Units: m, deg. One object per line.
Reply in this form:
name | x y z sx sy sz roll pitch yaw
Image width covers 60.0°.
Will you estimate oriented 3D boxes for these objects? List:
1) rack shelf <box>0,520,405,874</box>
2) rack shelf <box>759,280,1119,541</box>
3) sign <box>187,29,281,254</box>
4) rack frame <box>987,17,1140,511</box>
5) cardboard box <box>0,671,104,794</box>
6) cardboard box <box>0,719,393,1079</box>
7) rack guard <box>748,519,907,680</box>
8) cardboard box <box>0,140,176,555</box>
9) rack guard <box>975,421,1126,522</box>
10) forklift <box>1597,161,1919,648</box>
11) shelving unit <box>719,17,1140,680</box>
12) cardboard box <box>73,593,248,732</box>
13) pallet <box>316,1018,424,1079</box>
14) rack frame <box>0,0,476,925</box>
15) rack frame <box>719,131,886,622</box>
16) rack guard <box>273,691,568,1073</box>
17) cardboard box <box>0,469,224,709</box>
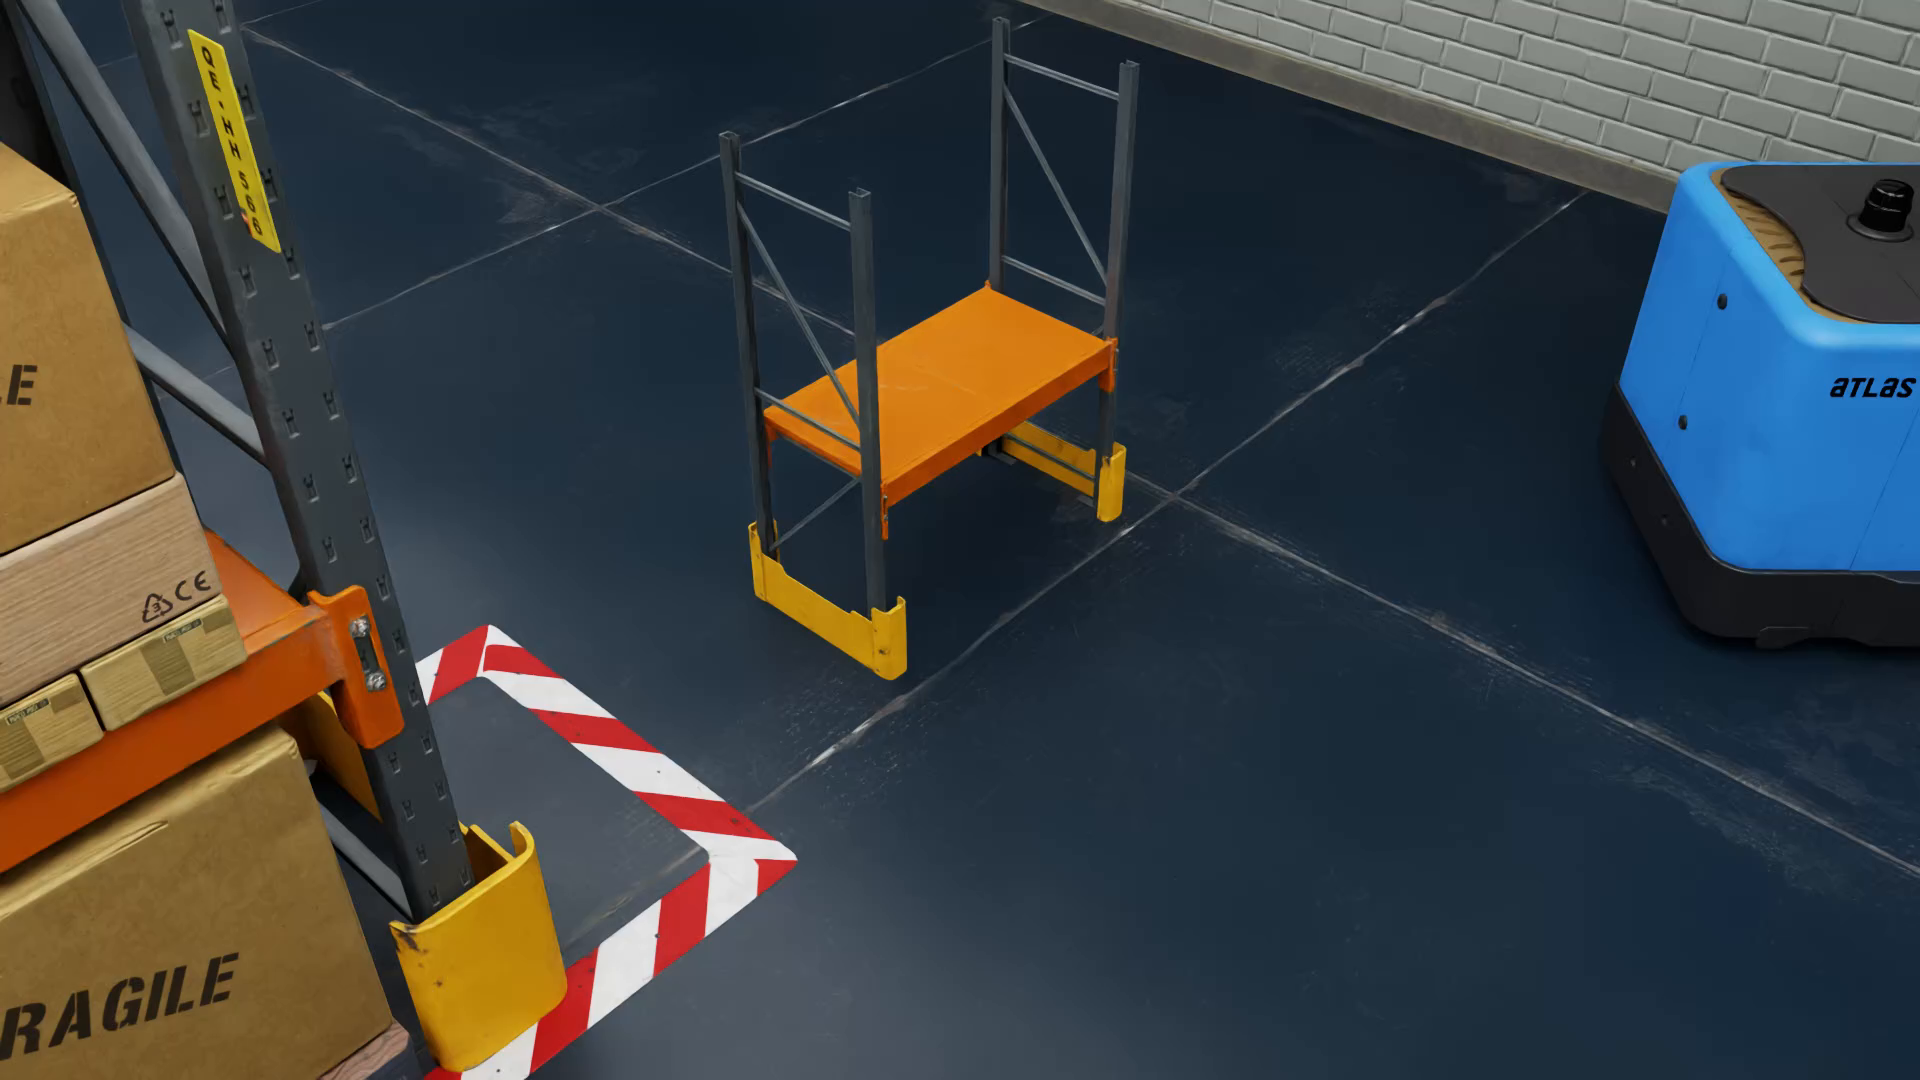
rack shelf | -2.810 0.929 2.250 1.077 0.370 4.000 30 47 32
rack shelf | -0.058 -0.407 4.846 0.538 0.185 1.000 30 47 32
sign | -1.070 -0.583 2.453 0.100 0.325 0.005 30 47 32
rack frame | 0.285 -0.781 5.028 0.500 1.500 0.032 30 47 32
cardboard box | -1.632 0.249 2.729 0.380 0.149 0.250 30 47 32
cardboard box | -1.833 0.723 3.300 0.875 0.875 0.875 30 47 32
rack guard | -0.387 0.166 4.840 0.587 0.250 0.087 30 47 32
cardboard box | -1.595 -0.289 2.482 0.500 0.500 0.500 30 47 32
rack guard | 0.285 -0.292 5.416 0.587 0.250 0.087 30 47 32
forklift | 3.630 -1.131 4.317 3.031 2.935 1.130 0 38 0
shelving unit | -0.051 -0.552 4.739 0.587 1.500 1.083 30 47 32
cardboard box | -1.458 0.128 2.880 0.380 0.149 0.250 31 48 33
pallet | -1.942 1.220 3.546 1.003 0.211 1.213 30 47 32
rack frame | -1.461 -0.272 3.182 1.000 3.000 0.127 30 47 32
rack frame | -0.400 -0.314 4.440 0.500 1.500 0.032 30 47 32
rack guard | -1.445 0.696 3.974 1.175 0.500 0.348 30 47 32
cardboard box | -1.592 0.005 2.716 0.500 0.250 0.500 29 47 31
